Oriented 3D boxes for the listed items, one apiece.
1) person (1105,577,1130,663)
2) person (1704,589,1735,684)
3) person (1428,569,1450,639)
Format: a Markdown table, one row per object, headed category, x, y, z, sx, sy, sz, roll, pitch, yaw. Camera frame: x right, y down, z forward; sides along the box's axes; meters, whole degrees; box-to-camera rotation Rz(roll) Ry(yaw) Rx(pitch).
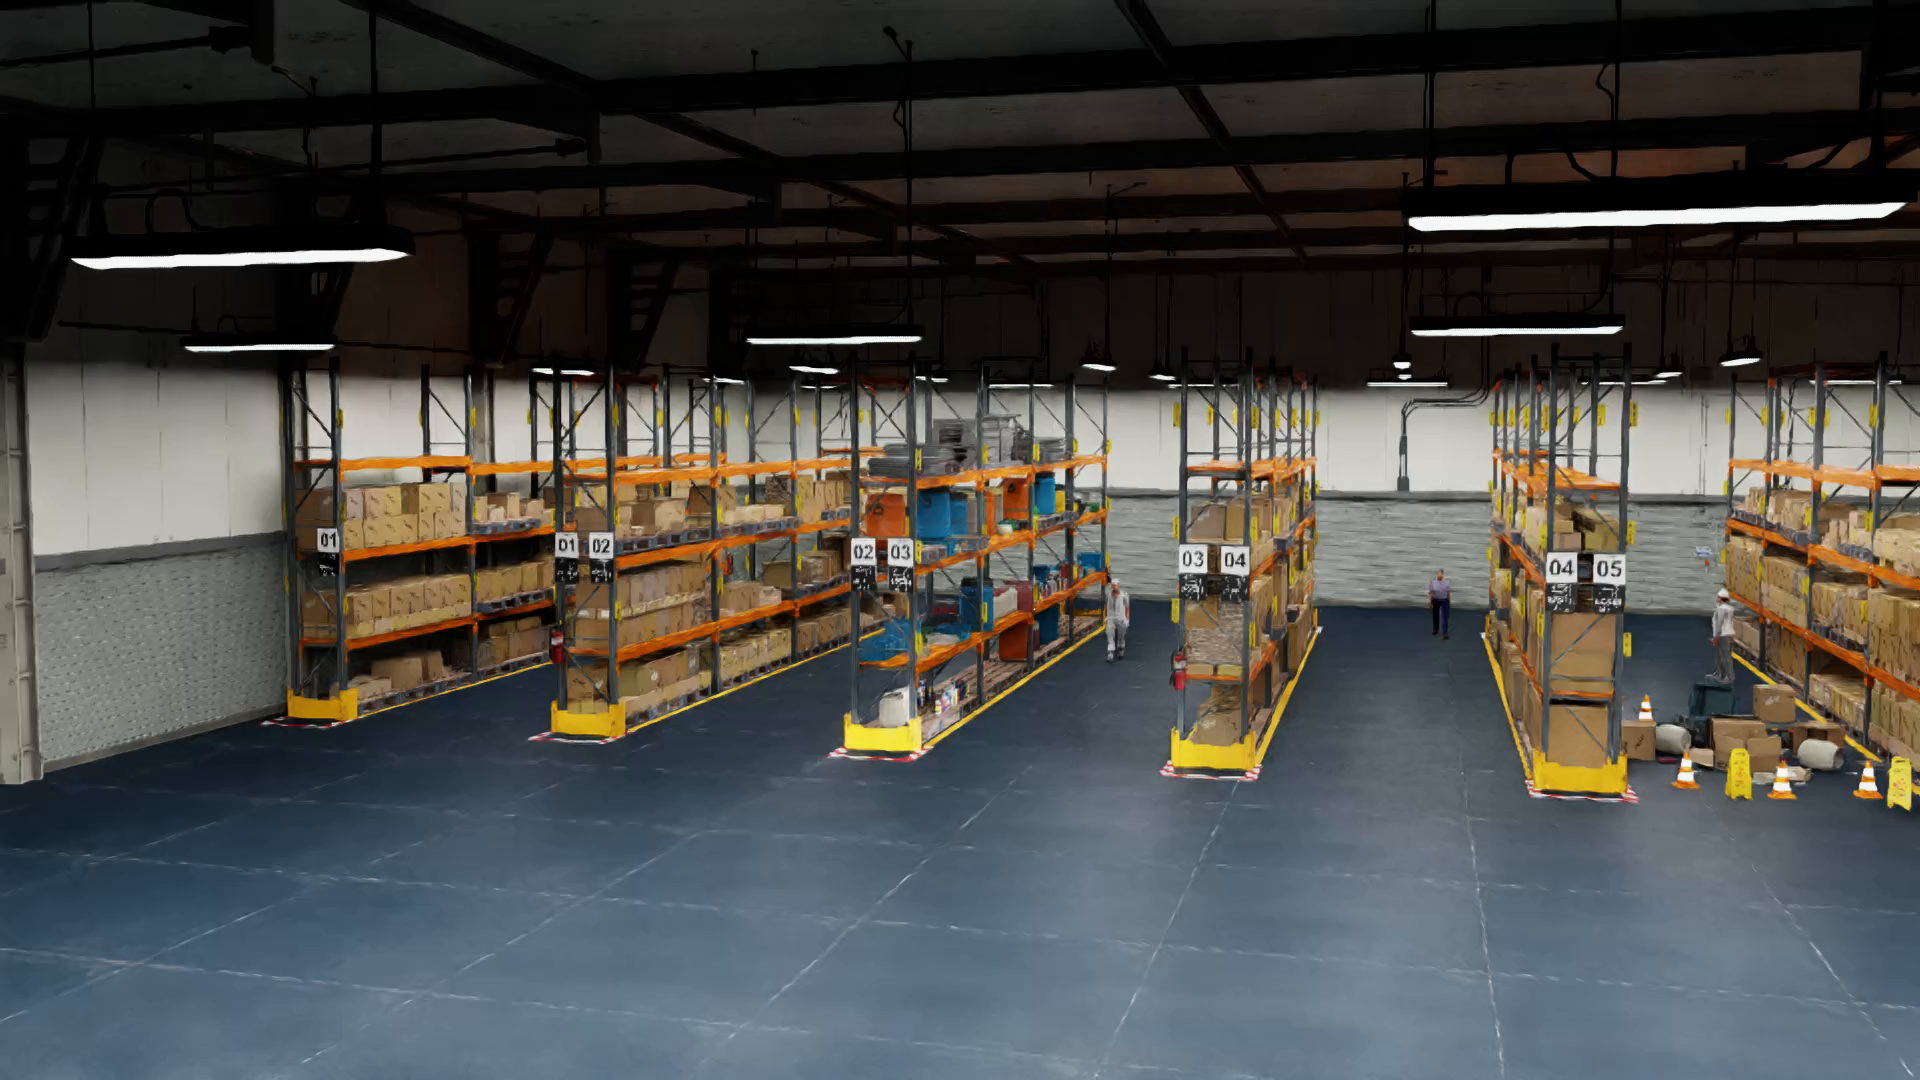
| category | x | y | z | sx | sy | sz | roll | pitch | yaw |
| --- | --- | --- | --- | --- | --- | --- | --- | --- | --- |
| person | 3.218 | 1.629 | 34.129 | 0.564 | 1.736 | 1.044 | 1 | 4 | 14 |
| person | 14.382 | 1.797 | 31.425 | 0.592 | 1.768 | 0.645 | 3 | 5 | 35 |
| person | 10.915 | 1.426 | 37.872 | 0.479 | 1.567 | 1.079 | 1 | 4 | 18 |
